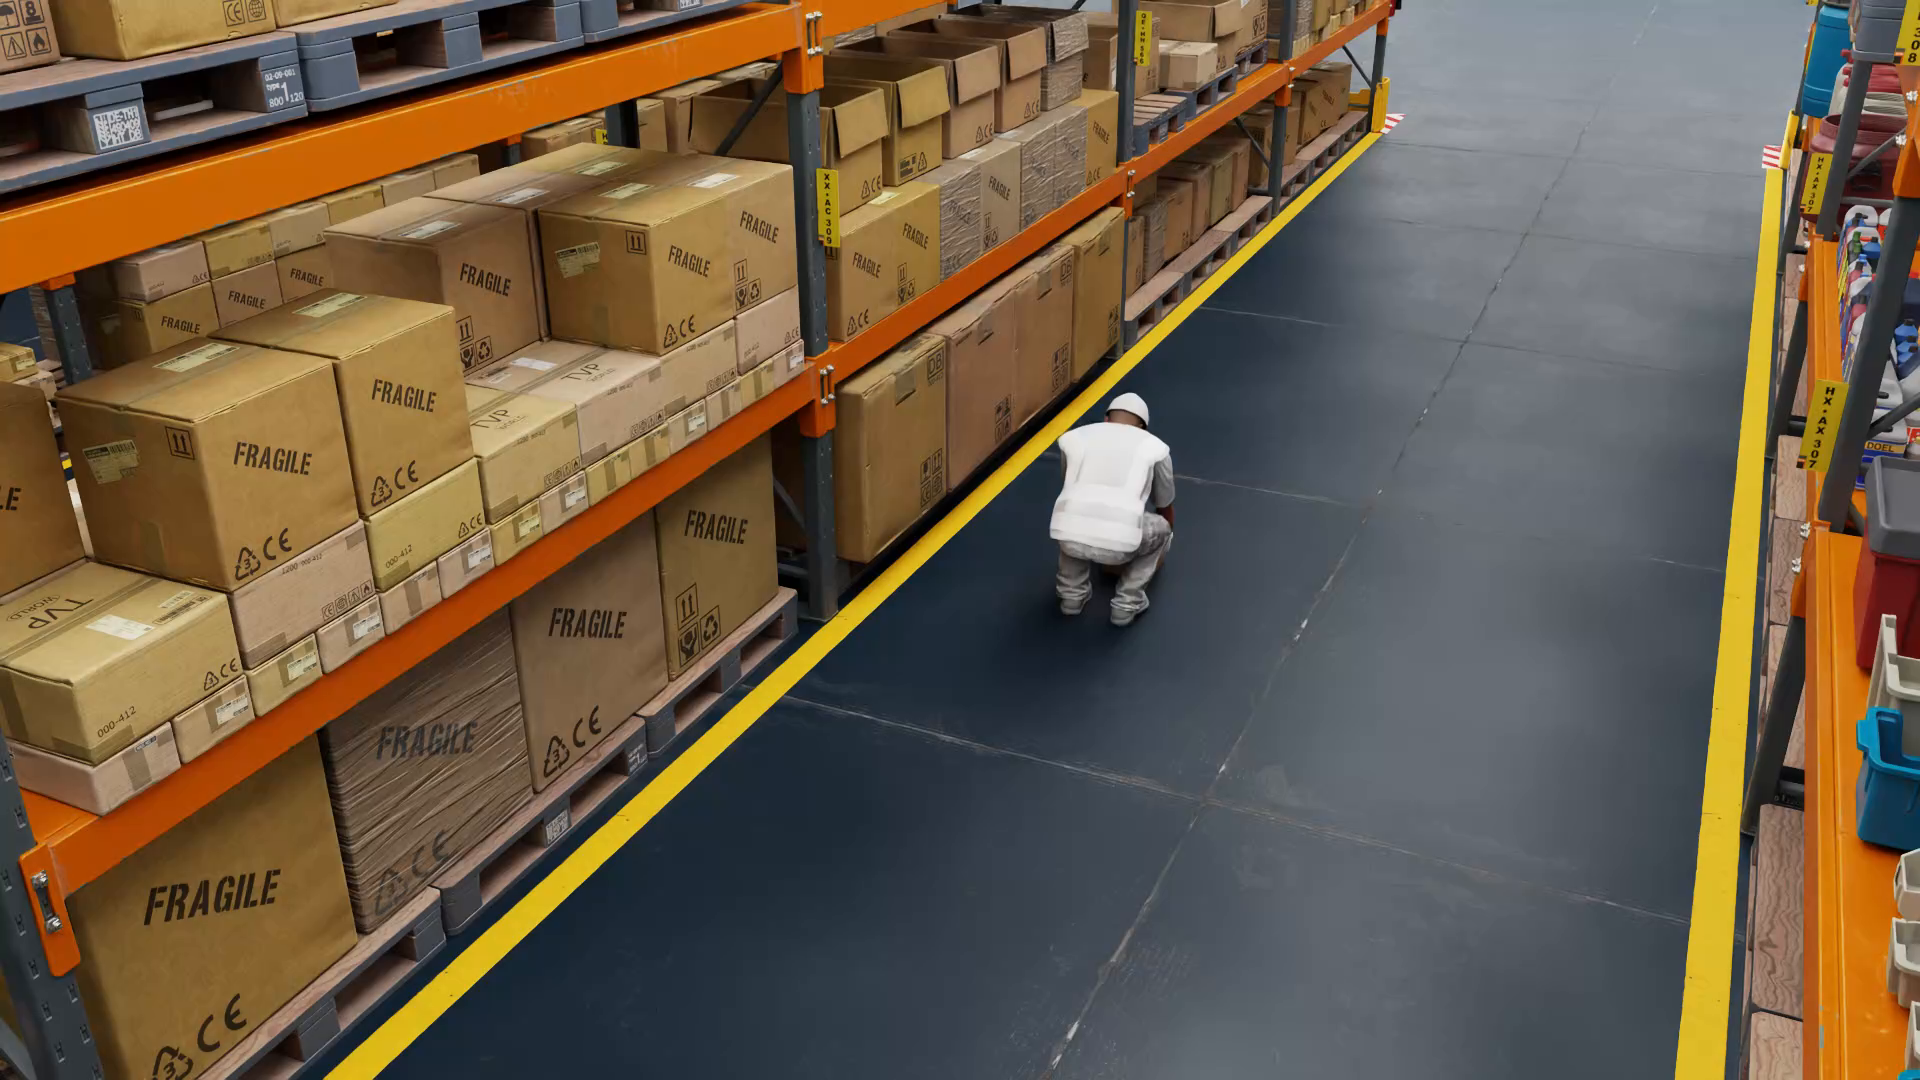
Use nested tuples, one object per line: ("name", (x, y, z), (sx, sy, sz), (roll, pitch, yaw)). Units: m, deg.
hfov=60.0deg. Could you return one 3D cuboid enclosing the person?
("person", (0.705, -0.141, 7.874), (0.577, 0.921, 0.911), (11, 28, 22))
